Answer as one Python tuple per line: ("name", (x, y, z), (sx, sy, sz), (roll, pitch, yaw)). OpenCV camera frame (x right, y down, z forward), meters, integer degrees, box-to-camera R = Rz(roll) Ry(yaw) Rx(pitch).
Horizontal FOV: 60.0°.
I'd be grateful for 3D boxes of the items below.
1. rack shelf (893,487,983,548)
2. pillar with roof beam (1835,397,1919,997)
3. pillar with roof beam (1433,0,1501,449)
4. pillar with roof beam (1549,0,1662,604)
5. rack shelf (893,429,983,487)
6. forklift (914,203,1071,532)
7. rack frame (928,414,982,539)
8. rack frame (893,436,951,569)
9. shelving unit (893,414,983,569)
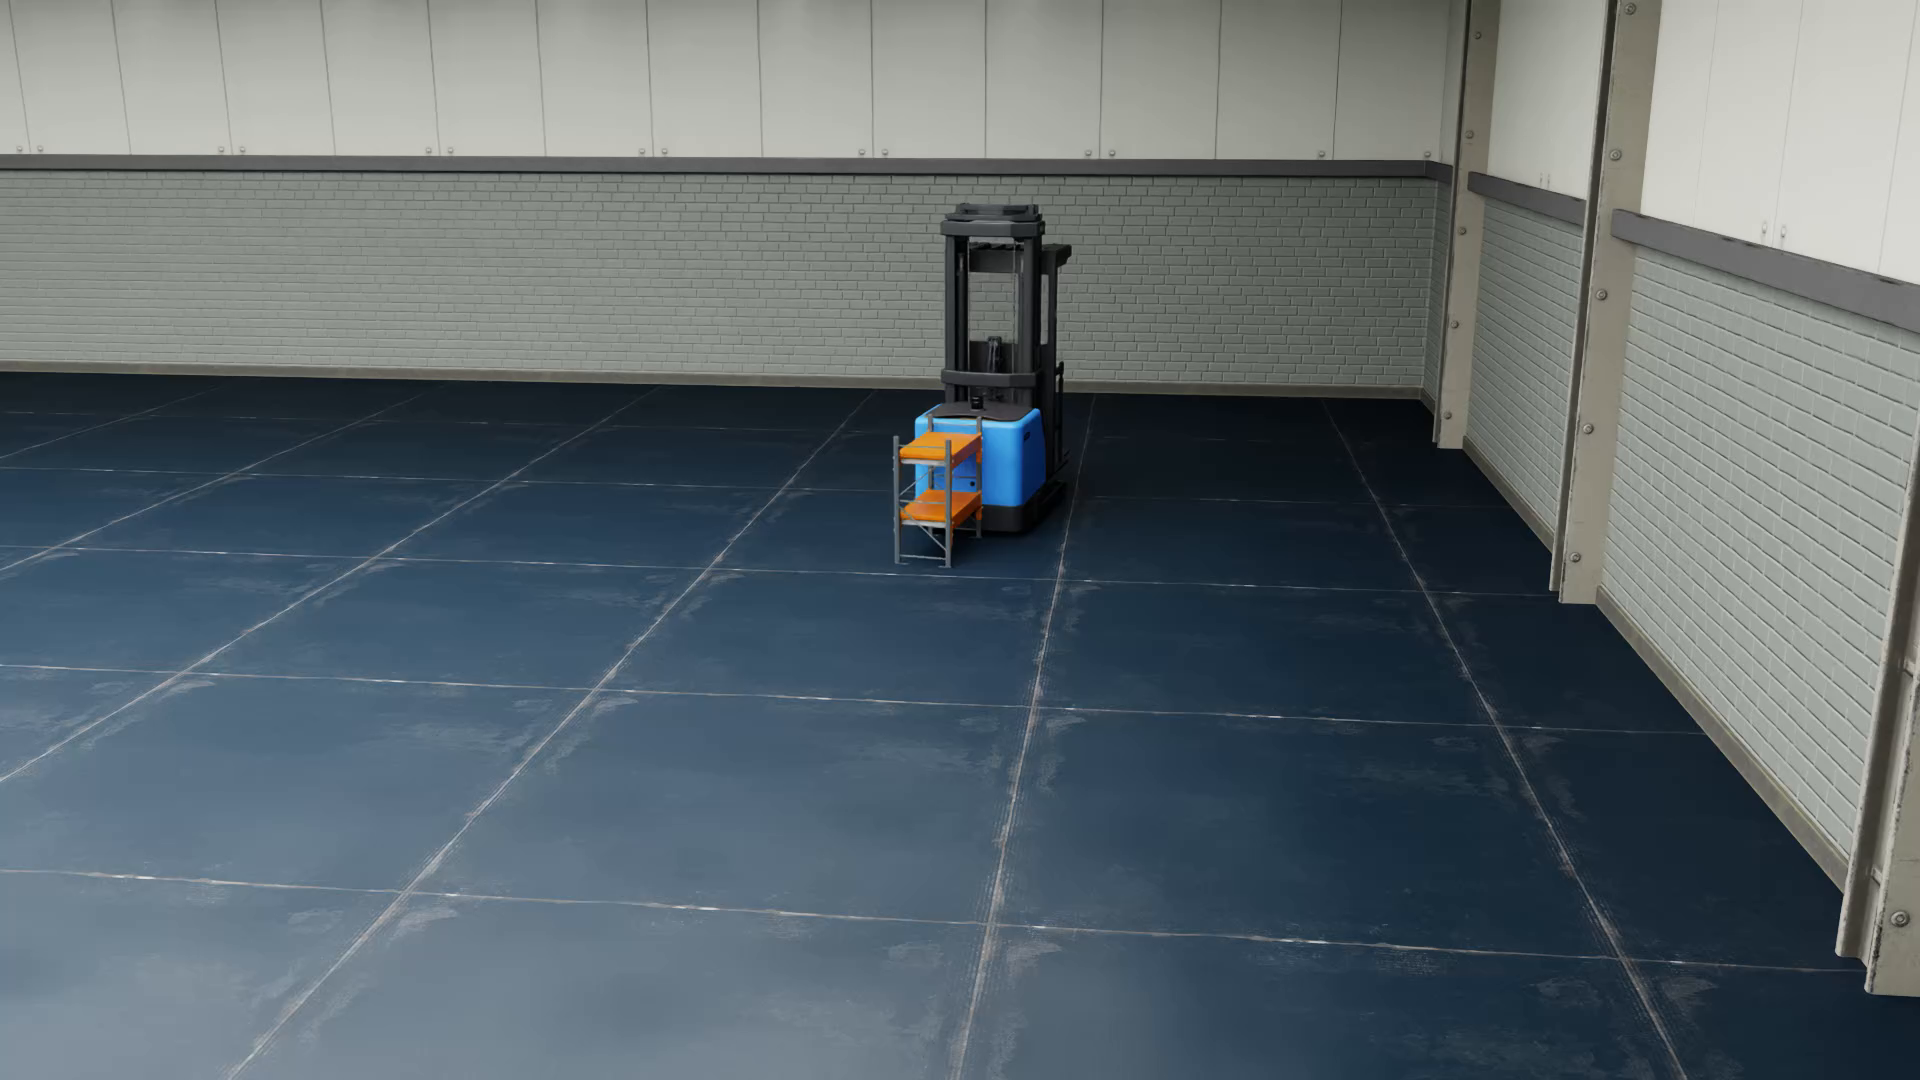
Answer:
("rack shelf", (-0.184, -0.210, 14.721), (0.538, 0.278, 1.000), (4, 16, 15))
("pillar with roof beam", (0.021, -2.458, 7.013), (9.100, 9.000, 0.400), (2, 15, 6))
("pillar with roof beam", (1.375, -5.570, 18.523), (9.100, 9.000, 0.400), (2, 15, 6))
("pillar with roof beam", (0.698, -4.014, 12.768), (9.100, 9.000, 0.400), (2, 15, 6))
("rack shelf", (-0.184, -0.729, 14.581), (0.538, 0.278, 1.000), (4, 16, 15))
("forklift", (0.457, -1.828, 16.307), (1.130, 2.935, 3.031), (4, 16, 15))
("rack frame", (-0.048, -0.574, 15.130), (0.500, 1.125, 0.032), (4, 16, 15))
("rack frame", (-0.319, -0.318, 14.184), (0.500, 1.125, 0.032), (4, 16, 15))
("shelving unit", (-0.184, -0.446, 14.657), (0.538, 1.125, 1.048), (4, 16, 15))
